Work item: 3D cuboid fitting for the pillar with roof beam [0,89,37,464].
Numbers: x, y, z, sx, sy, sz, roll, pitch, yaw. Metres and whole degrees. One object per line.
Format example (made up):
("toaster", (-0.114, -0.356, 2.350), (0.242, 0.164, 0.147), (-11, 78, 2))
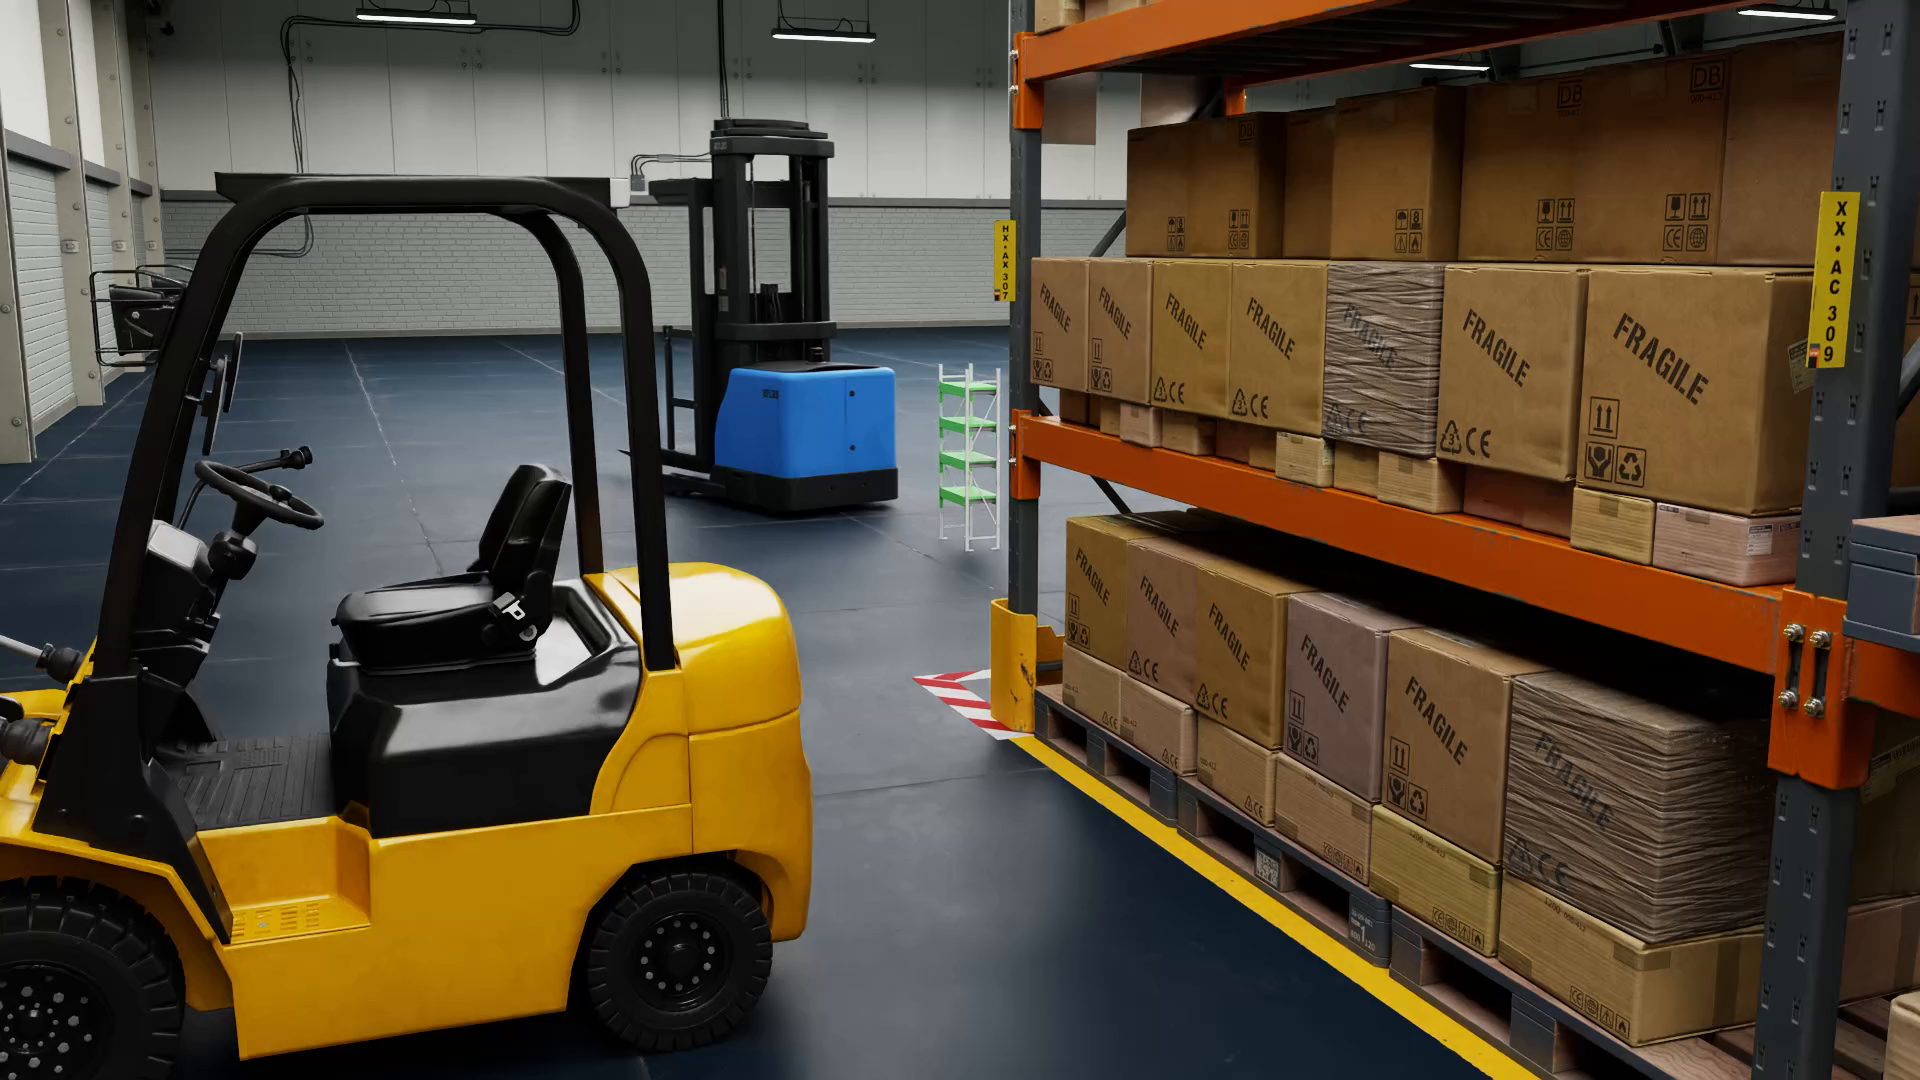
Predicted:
("pillar with roof beam", (-4.856, -5.448, 16.352), (9.100, 9.000, 0.400), (-4, 11, -21))

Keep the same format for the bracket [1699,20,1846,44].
("bracket", (16.895, -10.394, 33.879), (0.076, 0.066, 4.783), (-4, 11, -21))

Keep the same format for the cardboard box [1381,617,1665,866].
("cardboard box", (1.491, 0.520, 4.445), (0.500, 0.500, 0.500), (-4, 11, -20))

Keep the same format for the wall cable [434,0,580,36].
("wall cable", (-9.821, -12.243, 36.009), (3.097, 2.526, 0.112), (-4, 11, -21))

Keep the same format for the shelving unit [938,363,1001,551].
("shelving unit", (0.060, -0.564, 11.163), (0.258, 1.200, 0.503), (-4, 11, -21))

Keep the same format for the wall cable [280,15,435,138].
("wall cable", (-12.705, -9.807, 35.303), (3.097, 2.526, 0.112), (-4, 11, -21))

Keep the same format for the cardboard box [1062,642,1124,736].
("cardboard box", (0.727, 0.547, 6.429), (0.500, 0.250, 0.500), (-4, 11, -21))

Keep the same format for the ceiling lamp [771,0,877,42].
("ceiling lamp", (-2.677, -11.126, 31.607), (2.000, 3.185, 0.800), (-4, 11, -21))

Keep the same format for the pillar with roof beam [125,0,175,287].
("pillar with roof beam", (-11.379, -8.386, 32.869), (9.100, 9.000, 0.548), (-4, 11, -21))

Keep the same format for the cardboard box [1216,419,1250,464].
("cardboard box", (1.074, -0.344, 5.506), (0.380, 0.149, 0.250), (-4, 11, -19))

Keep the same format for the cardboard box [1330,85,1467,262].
("cardboard box", (1.590, -1.117, 5.145), (0.700, 0.500, 0.500), (-4, 11, -21))

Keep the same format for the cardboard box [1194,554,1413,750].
("cardboard box", (1.104, 0.350, 5.401), (0.500, 0.500, 0.500), (-4, 11, -20))

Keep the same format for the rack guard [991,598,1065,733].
("rack guard", (0.720, 0.494, 7.213), (1.175, 0.500, 0.348), (-4, 11, -21))

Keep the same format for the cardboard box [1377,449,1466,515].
("cardboard box", (1.370, -0.171, 4.533), (0.380, 0.149, 0.250), (-4, 11, -22))

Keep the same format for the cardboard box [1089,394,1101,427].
("cardboard box", (0.728, -0.516, 6.474), (0.380, 0.149, 0.250), (-4, 11, -20))

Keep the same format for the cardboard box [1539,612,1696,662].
("cardboard box", (1.975, 0.482, 4.657), (0.500, 0.500, 0.500), (-3, 11, -19))

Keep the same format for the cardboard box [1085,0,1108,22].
("cardboard box", (0.689, -1.990, 6.194), (0.380, 0.149, 0.250), (-4, 11, -23))

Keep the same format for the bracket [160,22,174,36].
("bracket", (-16.070, -10.362, 33.700), (0.235, 0.232, 0.430), (-4, 11, -21))

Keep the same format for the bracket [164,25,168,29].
("bracket", (-15.856, -10.266, 33.158), (0.076, 0.066, 3.189), (-4, 11, -21))

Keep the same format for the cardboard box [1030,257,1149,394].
("cardboard box", (0.606, -0.849, 6.496), (0.500, 0.500, 0.500), (-4, 11, -22))

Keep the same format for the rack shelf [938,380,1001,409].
("rack shelf", (0.060, -0.973, 11.090), (0.258, 0.148, 0.480), (-4, 11, -21))

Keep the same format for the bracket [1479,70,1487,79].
("bracket", (13.486, -11.929, 42.510), (0.235, 0.232, 0.430), (-4, 11, -21))

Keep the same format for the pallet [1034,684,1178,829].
("pallet", (0.981, 0.771, 6.481), (1.003, 0.211, 1.213), (-4, 11, -21))

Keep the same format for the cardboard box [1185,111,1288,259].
("cardboard box", (1.257, -1.284, 6.084), (0.700, 0.500, 0.500), (-4, 11, -20))

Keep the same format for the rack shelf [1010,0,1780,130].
("rack shelf", (1.417, -1.545, 5.029), (1.077, 0.370, 4.000), (-4, 11, -21))

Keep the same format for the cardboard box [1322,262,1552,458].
("cardboard box", (1.364, -0.516, 4.622), (0.500, 0.500, 0.500), (-4, 11, -19))

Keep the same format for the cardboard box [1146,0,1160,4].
("cardboard box", (0.865, -1.906, 5.721), (0.380, 0.149, 0.250), (-4, 11, -21))

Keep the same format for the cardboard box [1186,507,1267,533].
("cardboard box", (1.226, 0.143, 6.560), (0.500, 0.500, 0.500), (-4, 11, -21))

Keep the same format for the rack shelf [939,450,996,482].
("rack shelf", (0.060, -0.501, 11.174), (0.258, 0.148, 0.480), (-4, 11, -21))

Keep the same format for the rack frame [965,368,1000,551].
("rack frame", (0.148, -0.524, 10.939), (0.240, 1.200, 0.015), (-4, 11, -21))

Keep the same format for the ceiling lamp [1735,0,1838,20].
("ceiling lamp", (14.046, -10.553, 28.385), (2.000, 3.185, 0.800), (-4, 11, -21))

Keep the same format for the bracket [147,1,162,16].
("bracket", (-14.910, -9.840, 30.763), (0.235, 0.232, 0.430), (-4, 11, -21))

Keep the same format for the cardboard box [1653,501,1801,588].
("cardboard box", (1.741, -0.005, 3.602), (0.380, 0.149, 0.250), (-4, 11, -21))

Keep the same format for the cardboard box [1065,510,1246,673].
("cardboard box", (0.736, 0.182, 6.342), (0.500, 0.500, 0.500), (-4, 11, -23))

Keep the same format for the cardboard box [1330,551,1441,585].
("cardboard box", (1.594, 0.311, 5.617), (0.500, 0.500, 0.500), (-4, 11, -22))

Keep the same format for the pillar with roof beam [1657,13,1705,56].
("pillar with roof beam", (12.129, -8.859, 35.530), (9.100, 9.000, 0.548), (-4, 11, -21))

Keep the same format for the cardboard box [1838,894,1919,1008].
("cardboard box", (2.180, 0.938, 4.236), (0.500, 0.250, 0.500), (-4, 11, -24))

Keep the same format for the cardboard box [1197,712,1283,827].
("cardboard box", (1.114, 0.720, 5.462), (0.500, 0.250, 0.500), (-3, 11, -17))

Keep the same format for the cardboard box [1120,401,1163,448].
("cardboard box", (0.797, -0.423, 5.952), (0.380, 0.149, 0.250), (-4, 11, -20))

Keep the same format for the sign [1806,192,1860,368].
("sign", (1.639, -0.486, 3.117), (0.100, 0.325, 0.005), (-4, 11, -21))

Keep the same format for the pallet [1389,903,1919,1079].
("pallet", (1.866, 1.170, 4.242), (1.003, 0.211, 1.213), (-4, 11, -21))

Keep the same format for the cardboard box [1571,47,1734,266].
("cardboard box", (2.020, -0.954, 4.229), (0.700, 0.500, 0.500), (-4, 11, -21))

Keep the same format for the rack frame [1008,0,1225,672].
("rack frame", (0.692, -0.749, 7.064), (1.000, 3.000, 0.127), (-4, 11, -21))

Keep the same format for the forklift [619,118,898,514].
("forklift", (-1.790, -1.842, 13.406), (1.130, 2.935, 3.031), (-8, 13, -38))

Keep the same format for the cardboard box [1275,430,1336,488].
("cardboard box", (1.178, -0.254, 5.002), (0.380, 0.149, 0.250), (-4, 11, -20))

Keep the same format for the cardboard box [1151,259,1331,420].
("cardboard box", (0.982, -0.682, 5.555), (0.500, 0.500, 0.500), (-4, 11, -22))

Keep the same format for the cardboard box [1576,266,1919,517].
("cardboard box", (1.749, -0.348, 3.678), (0.500, 0.500, 0.500), (-4, 11, -22))

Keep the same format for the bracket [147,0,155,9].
("bracket", (-13.977, -9.419, 28.399), (0.076, 0.066, 4.783), (-4, 11, -21))

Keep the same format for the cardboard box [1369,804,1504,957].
("cardboard box", (1.475, 0.885, 4.529), (0.500, 0.250, 0.500), (-4, 11, -22))

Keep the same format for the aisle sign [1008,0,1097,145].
("aisle sign", (0.381, -2.019, 6.783), (0.394, 0.787, 0.004), (-4, 11, -21))

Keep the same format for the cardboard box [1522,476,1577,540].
("cardboard box", (1.623, -0.093, 4.096), (0.380, 0.149, 0.250), (-4, 11, -21))
